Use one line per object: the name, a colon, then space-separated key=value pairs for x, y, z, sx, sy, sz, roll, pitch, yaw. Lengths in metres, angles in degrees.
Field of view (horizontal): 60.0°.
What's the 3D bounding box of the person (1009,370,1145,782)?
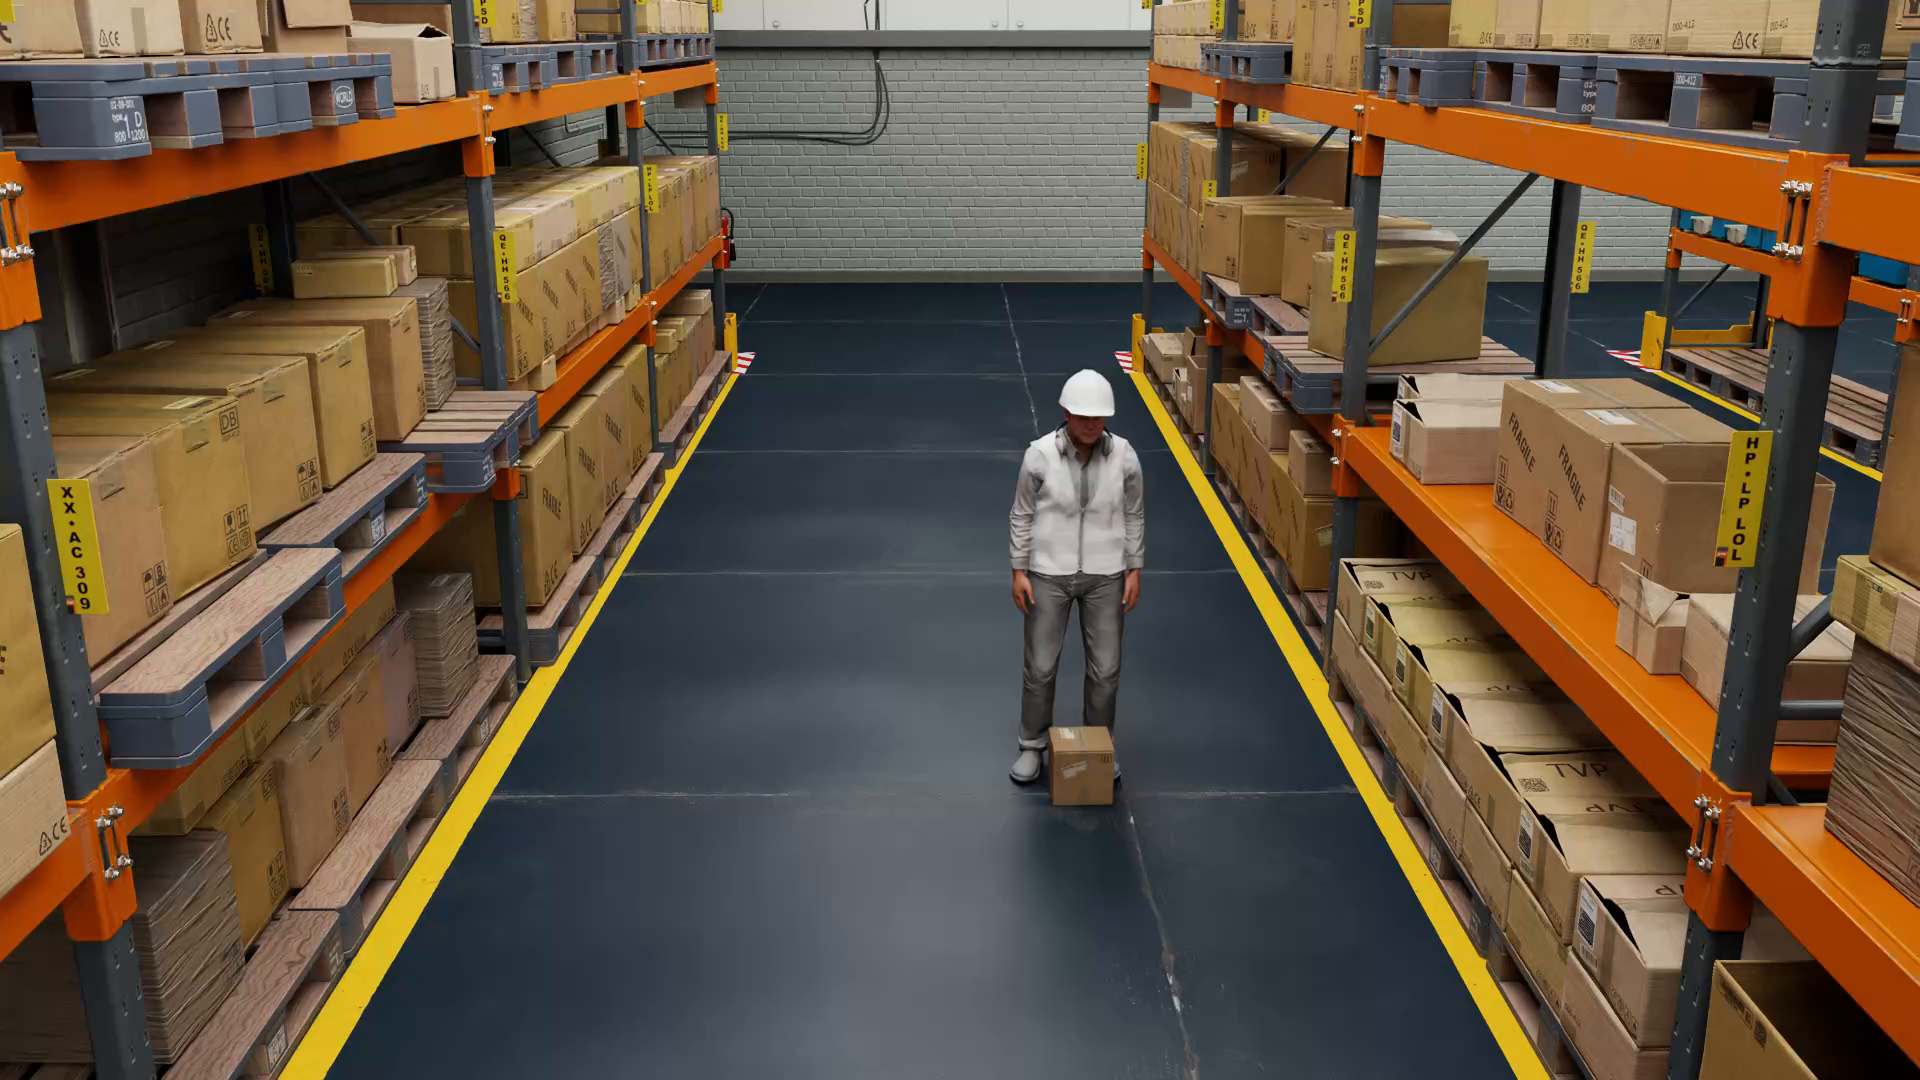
person: x=0.495 y=0.146 z=7.022 sx=0.576 sy=1.770 sz=0.463 roll=-1 pitch=17 yaw=-3
